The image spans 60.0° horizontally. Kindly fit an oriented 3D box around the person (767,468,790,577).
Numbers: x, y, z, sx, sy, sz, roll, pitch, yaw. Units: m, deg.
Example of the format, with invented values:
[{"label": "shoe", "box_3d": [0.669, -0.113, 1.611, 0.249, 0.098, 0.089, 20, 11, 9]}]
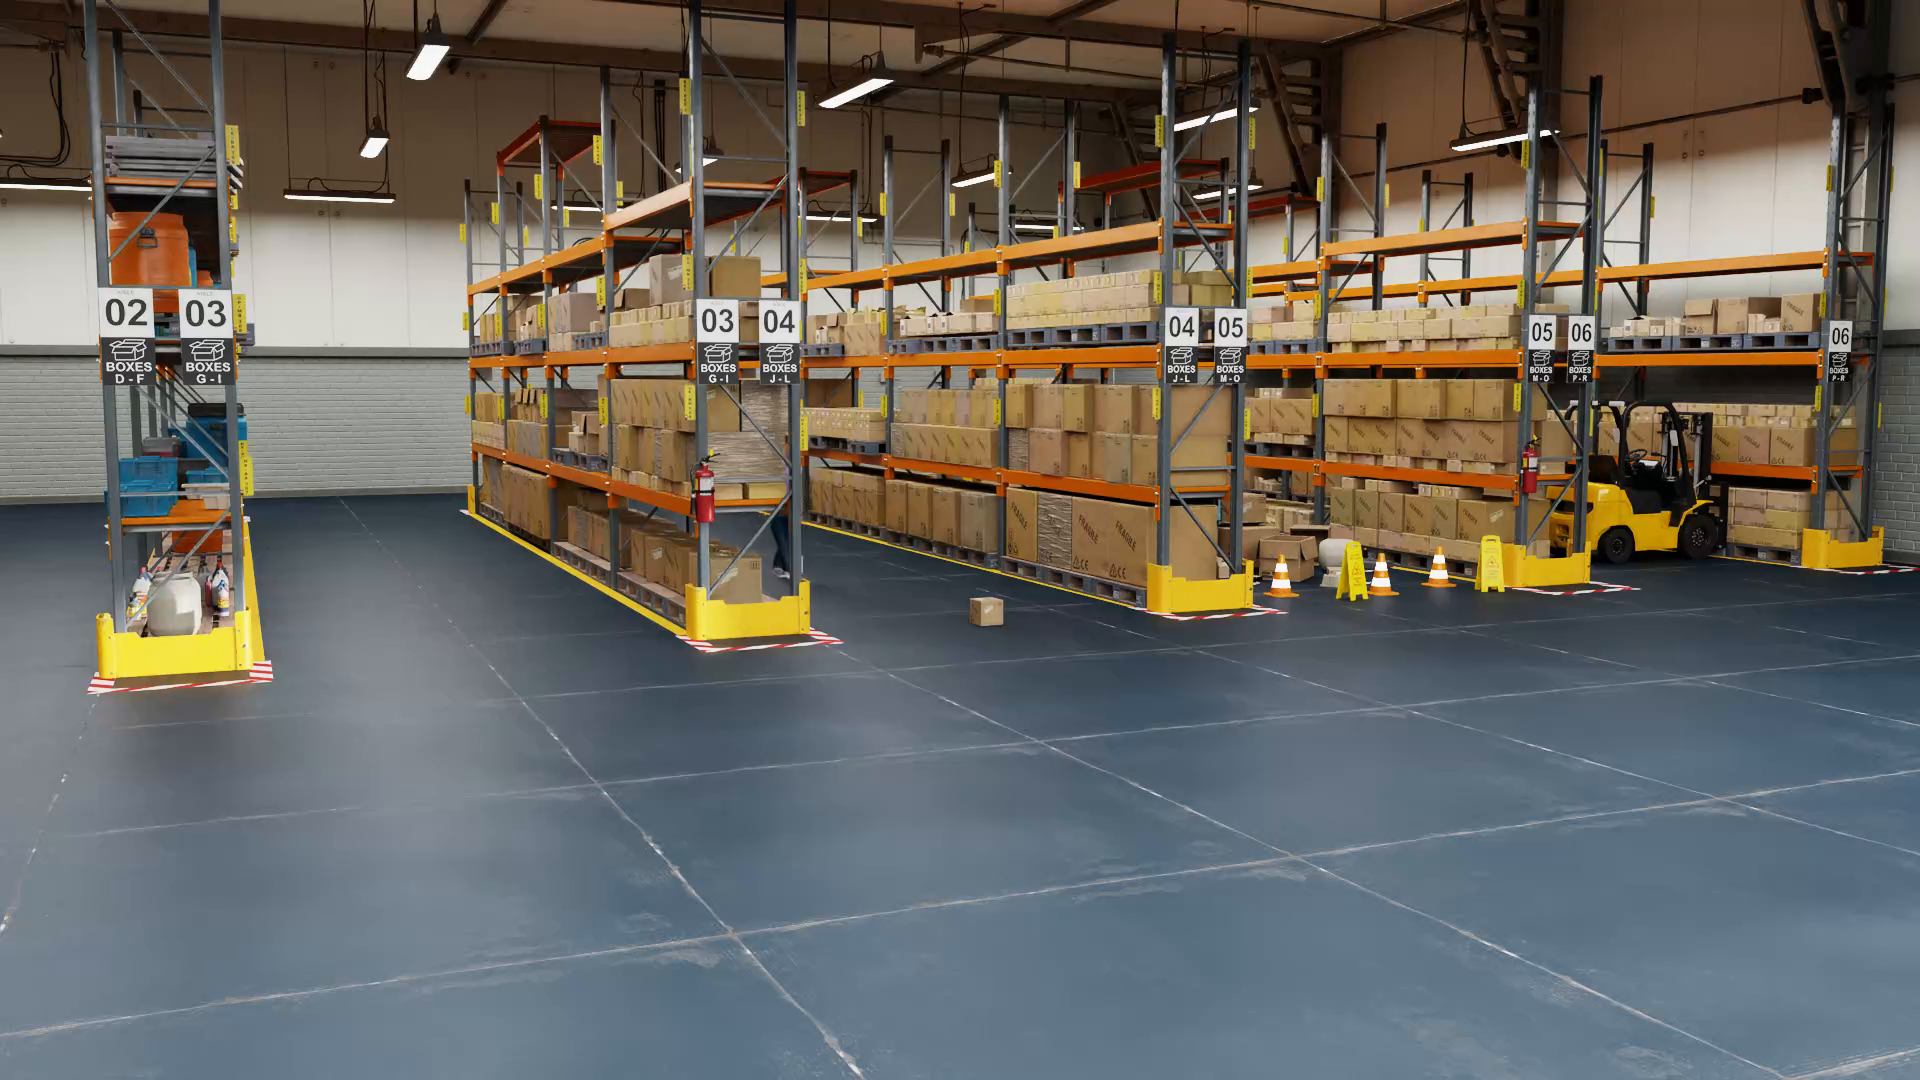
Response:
[{"label": "person", "box_3d": [-2.260, -0.226, 20.542, 0.351, 1.343, 0.807, -3, 7, -32]}]
